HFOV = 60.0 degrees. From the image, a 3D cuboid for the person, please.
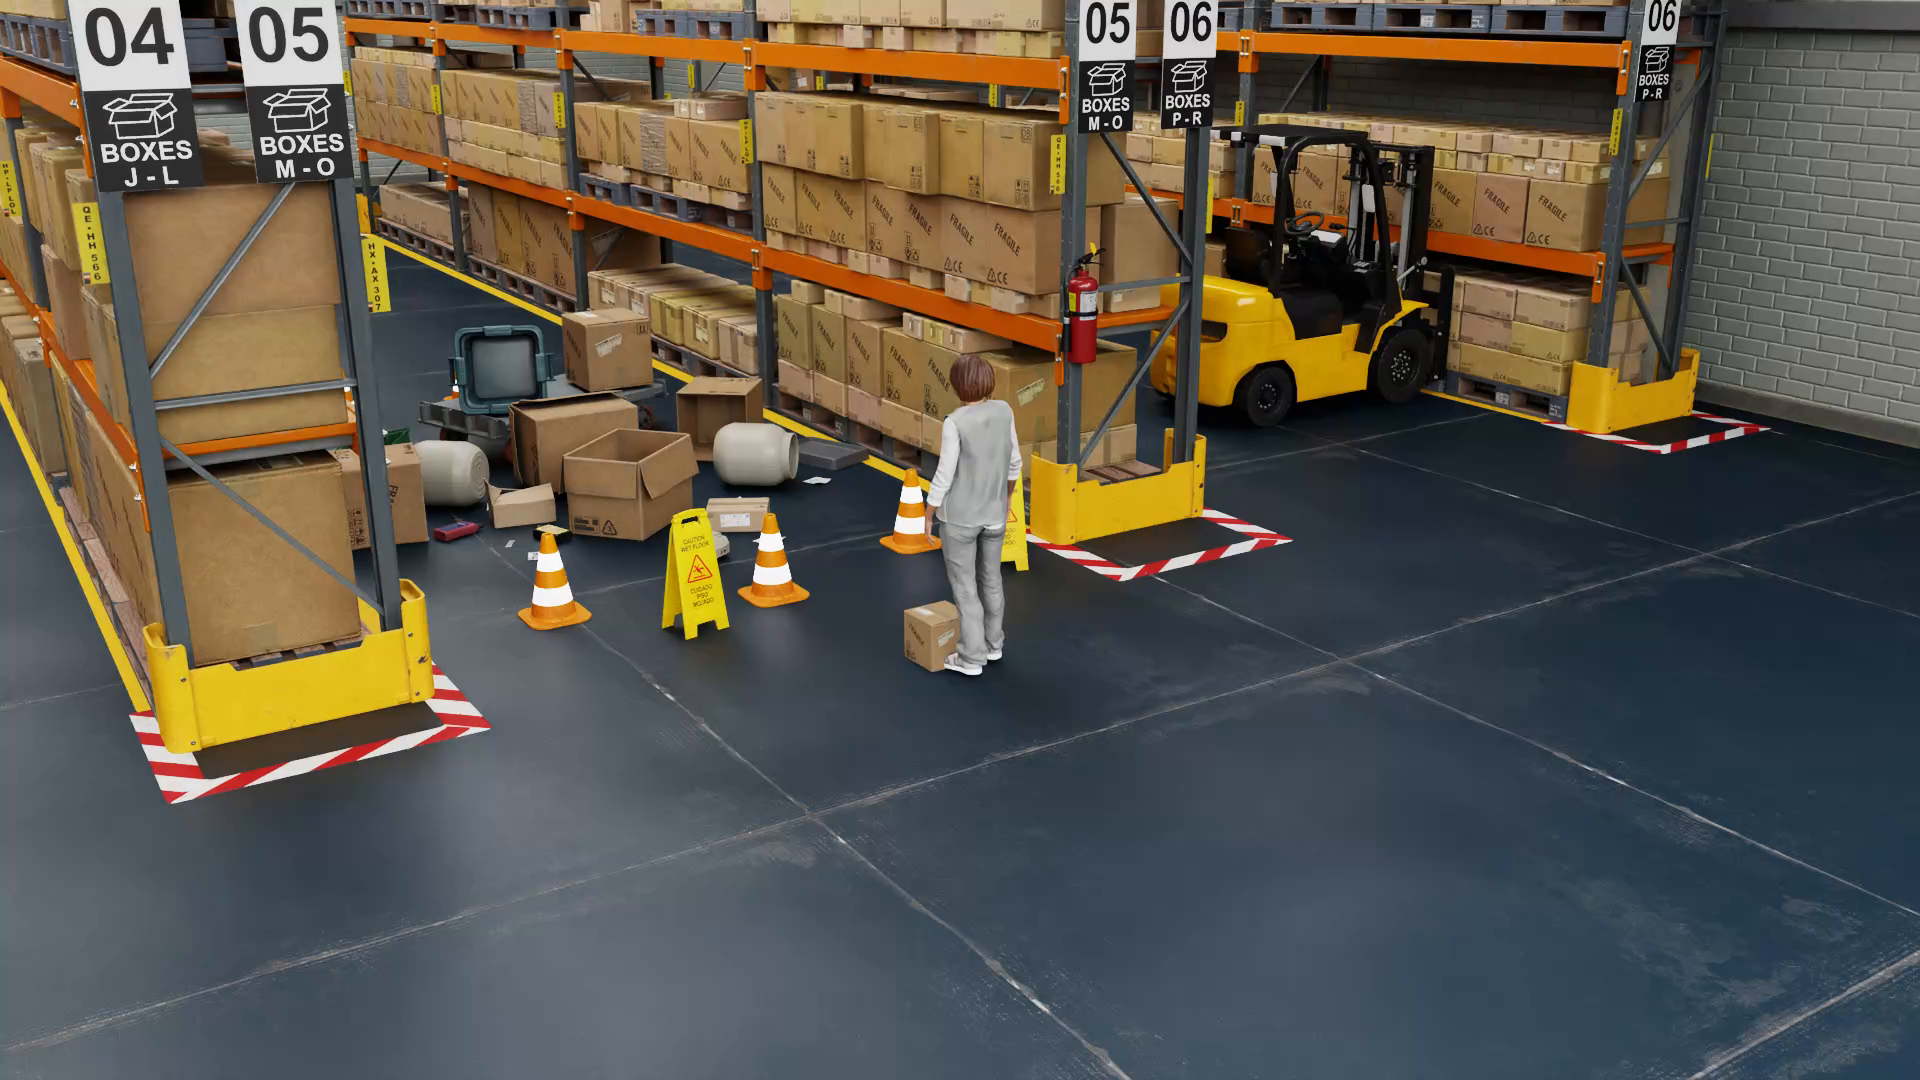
[{"bbox_3d":[0.027,-0.127,7.926,0.520,1.596,0.475,-12,22,-31],"label":"person"}]
